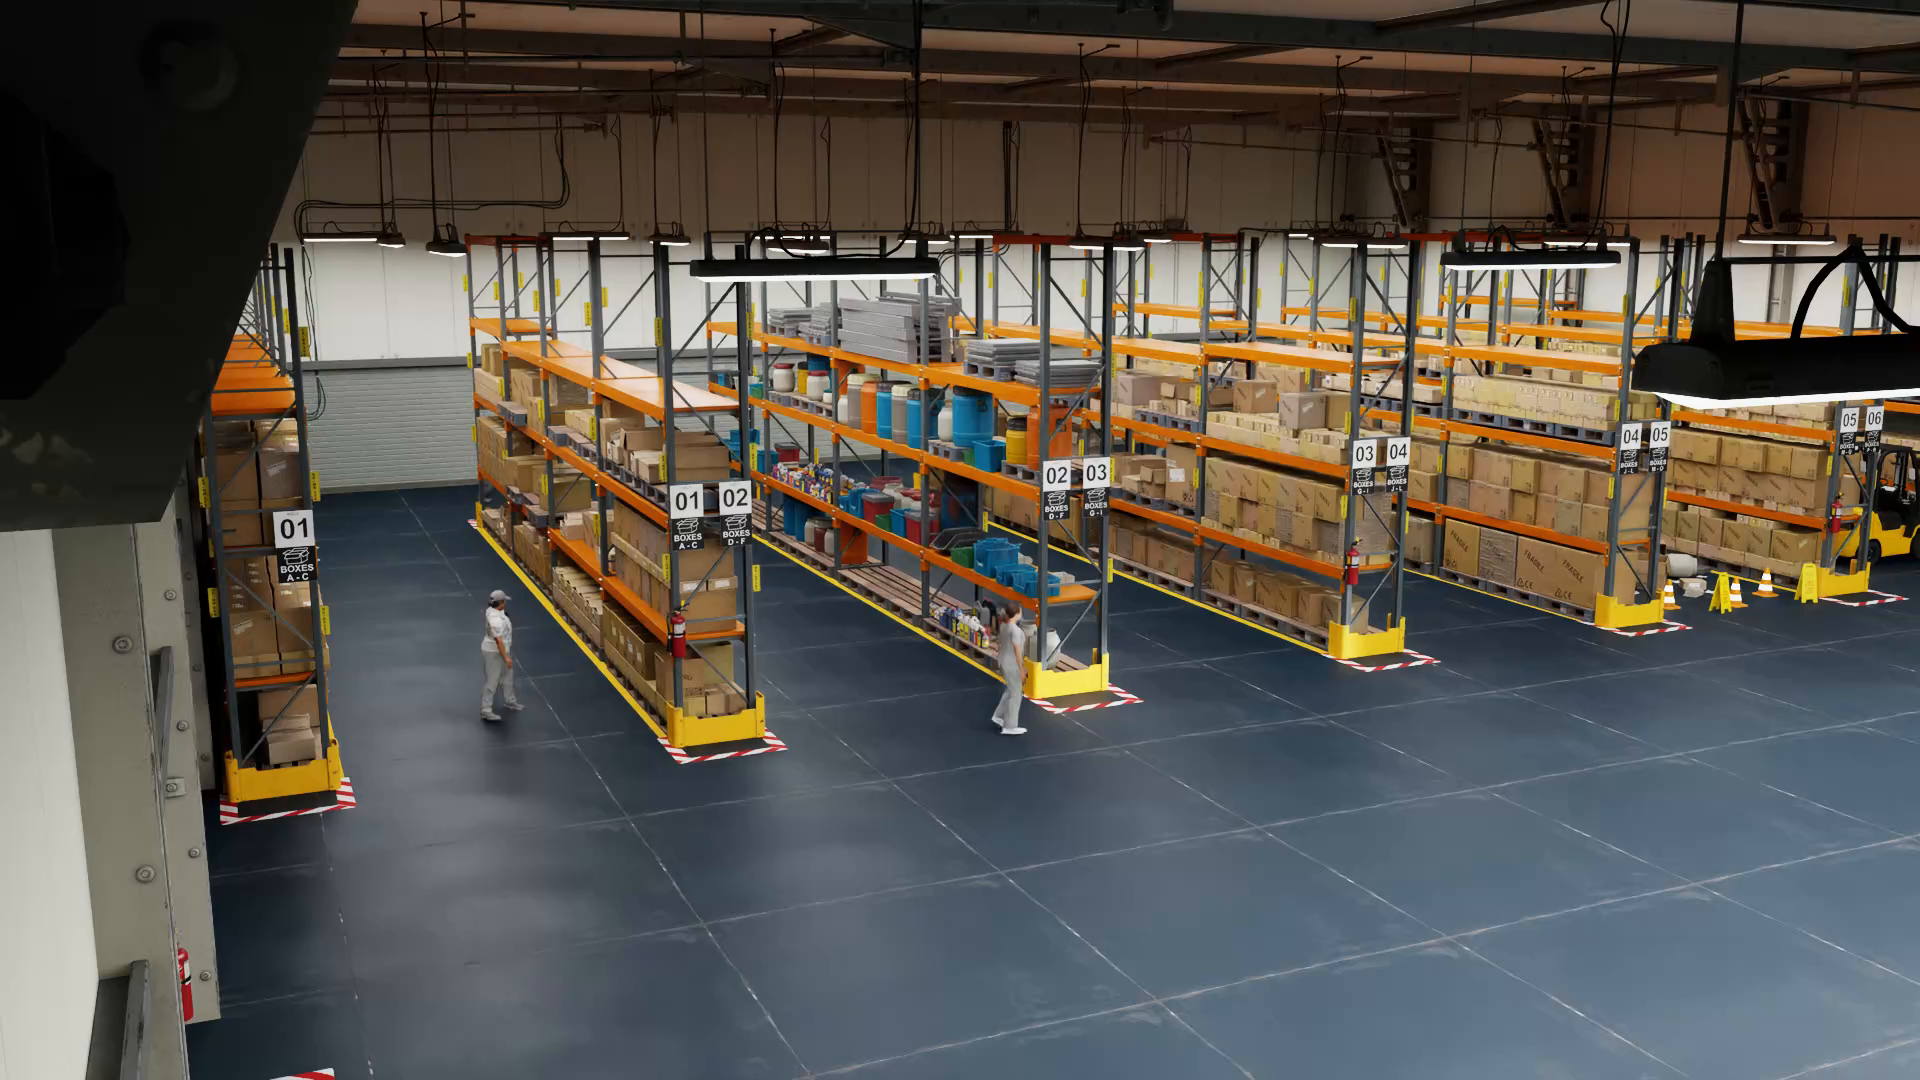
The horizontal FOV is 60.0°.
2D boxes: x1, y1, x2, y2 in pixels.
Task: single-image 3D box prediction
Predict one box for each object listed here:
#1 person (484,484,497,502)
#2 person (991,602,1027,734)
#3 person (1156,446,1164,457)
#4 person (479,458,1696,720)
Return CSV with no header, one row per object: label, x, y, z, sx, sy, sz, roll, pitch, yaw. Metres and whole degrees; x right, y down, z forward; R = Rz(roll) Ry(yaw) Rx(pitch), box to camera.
person,-10.288,-1.618,37.253,0.986,1.585,0.557,-1,11,-5
person,0.647,1.586,20.633,0.378,1.669,0.569,-4,12,-21
person,5.255,-2.639,42.196,1.058,1.744,0.705,-3,11,-14
person,3.862,0.386,26.127,21.420,1.974,7.155,-2,11,-9
